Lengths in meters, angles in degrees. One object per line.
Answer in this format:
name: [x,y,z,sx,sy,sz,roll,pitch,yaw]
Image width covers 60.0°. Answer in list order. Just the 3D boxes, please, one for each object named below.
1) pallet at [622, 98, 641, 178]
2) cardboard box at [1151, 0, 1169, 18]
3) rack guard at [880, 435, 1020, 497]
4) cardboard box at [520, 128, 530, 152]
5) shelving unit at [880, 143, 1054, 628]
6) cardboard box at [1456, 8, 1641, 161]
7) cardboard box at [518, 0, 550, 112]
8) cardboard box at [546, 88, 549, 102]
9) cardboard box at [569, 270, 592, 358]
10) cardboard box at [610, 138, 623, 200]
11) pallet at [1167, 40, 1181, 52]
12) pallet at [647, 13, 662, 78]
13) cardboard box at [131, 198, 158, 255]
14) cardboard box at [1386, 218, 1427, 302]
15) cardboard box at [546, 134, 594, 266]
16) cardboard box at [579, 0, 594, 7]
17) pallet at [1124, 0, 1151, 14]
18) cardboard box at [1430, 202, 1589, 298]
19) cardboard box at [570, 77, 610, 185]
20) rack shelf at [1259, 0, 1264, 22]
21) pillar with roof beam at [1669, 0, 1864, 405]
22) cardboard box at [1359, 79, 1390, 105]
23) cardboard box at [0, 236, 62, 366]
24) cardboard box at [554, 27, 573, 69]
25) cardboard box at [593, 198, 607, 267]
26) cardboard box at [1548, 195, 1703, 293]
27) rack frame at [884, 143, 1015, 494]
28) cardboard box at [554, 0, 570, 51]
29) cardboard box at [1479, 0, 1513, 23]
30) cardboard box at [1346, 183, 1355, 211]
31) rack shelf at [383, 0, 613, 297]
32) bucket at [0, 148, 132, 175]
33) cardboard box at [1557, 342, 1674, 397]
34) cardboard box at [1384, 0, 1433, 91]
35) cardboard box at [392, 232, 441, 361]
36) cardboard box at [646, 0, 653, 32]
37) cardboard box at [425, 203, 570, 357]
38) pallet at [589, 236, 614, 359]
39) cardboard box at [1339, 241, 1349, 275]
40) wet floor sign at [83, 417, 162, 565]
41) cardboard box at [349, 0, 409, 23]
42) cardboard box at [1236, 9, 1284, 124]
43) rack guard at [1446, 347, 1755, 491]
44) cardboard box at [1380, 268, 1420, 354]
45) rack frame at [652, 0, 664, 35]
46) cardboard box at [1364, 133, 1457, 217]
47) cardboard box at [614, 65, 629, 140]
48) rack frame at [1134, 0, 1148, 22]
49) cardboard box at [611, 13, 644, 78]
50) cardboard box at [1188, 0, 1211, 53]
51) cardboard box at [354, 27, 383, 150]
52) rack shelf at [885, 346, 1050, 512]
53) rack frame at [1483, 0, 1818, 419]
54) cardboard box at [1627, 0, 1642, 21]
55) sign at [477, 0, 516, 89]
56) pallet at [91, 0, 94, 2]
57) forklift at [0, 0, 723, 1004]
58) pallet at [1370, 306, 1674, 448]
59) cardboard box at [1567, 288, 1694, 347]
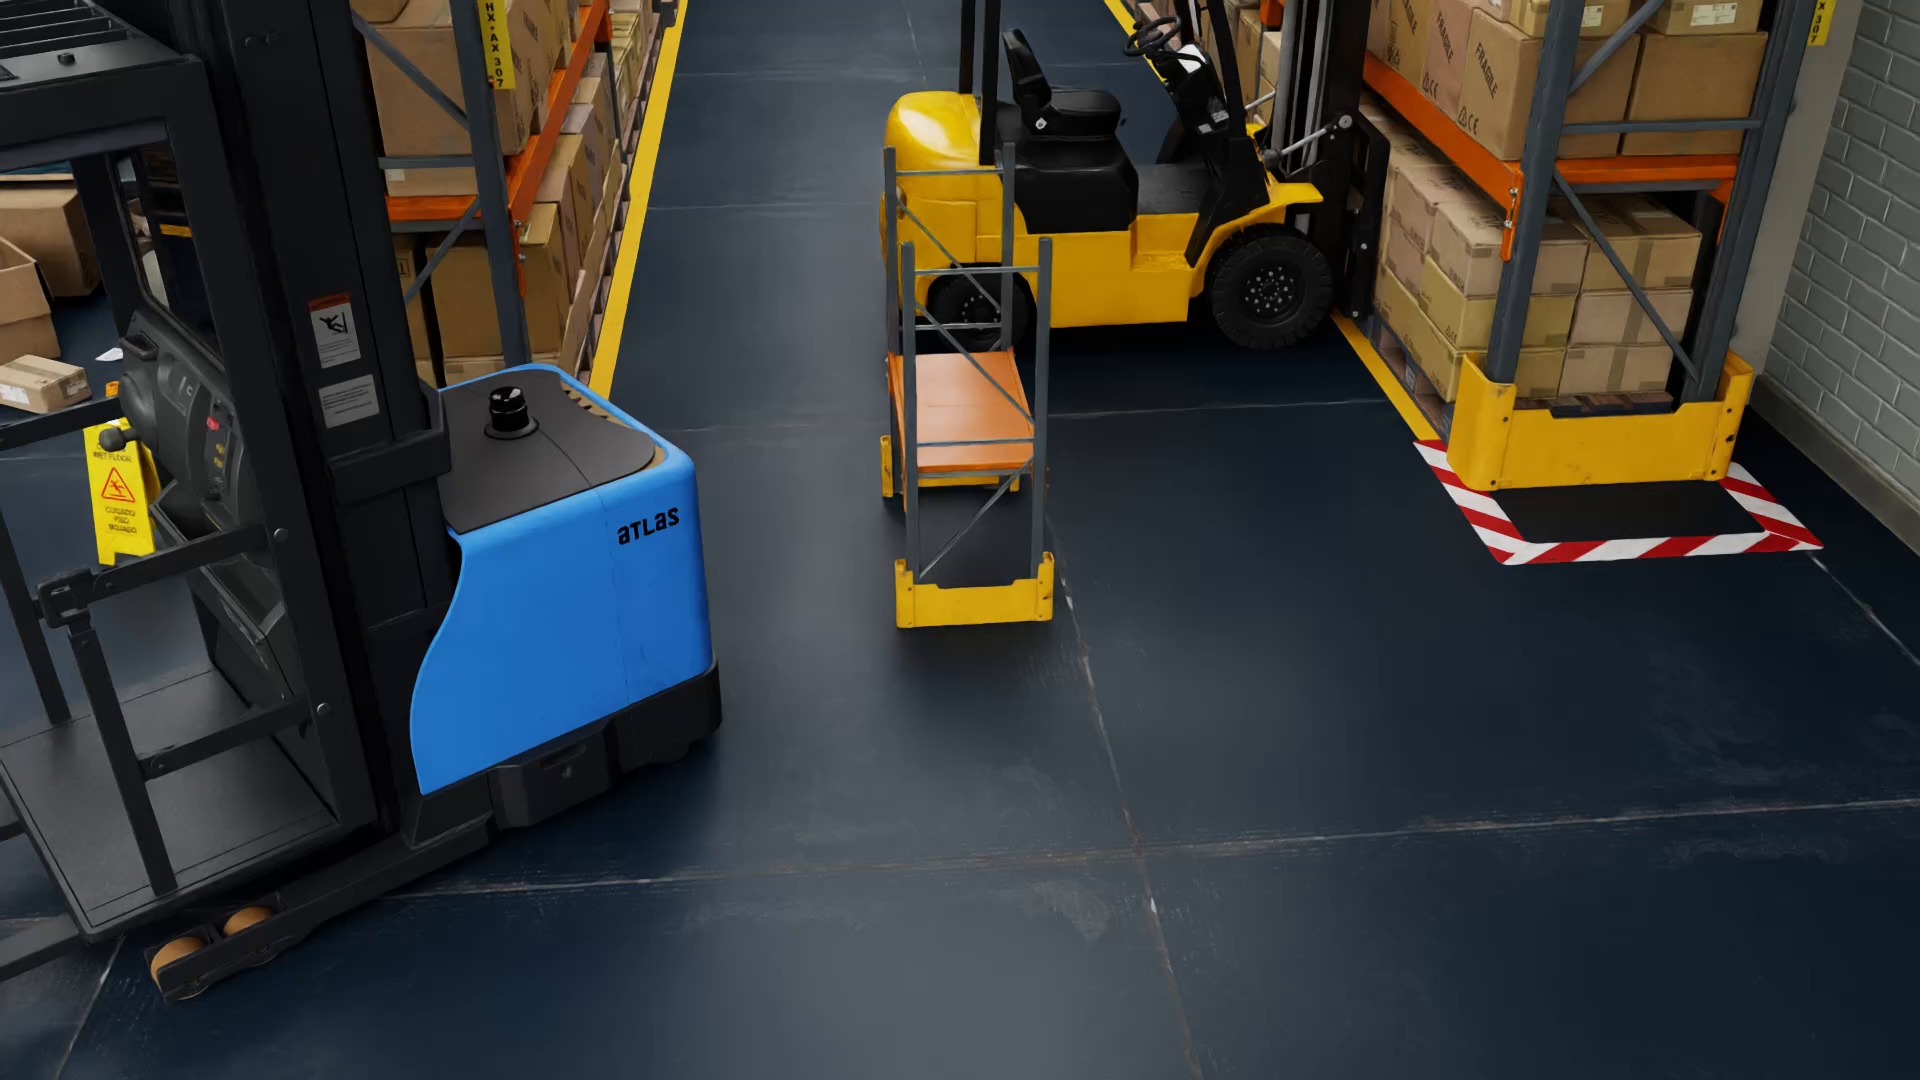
pallet: [-2.653,-2.624,10.938,1.003,0.211,1.213,-3,31,-5]
cardboard box: [2.034,-4.548,13.345,0.875,0.625,0.625,-2,31,-3]
rack guard: [-0.039,-0.323,7.046,0.587,0.250,0.087,-3,31,-5]
cardboard box: [-2.012,-1.725,6.958,0.380,0.149,0.250,-4,31,-6]
shelving unit: [0.007,-0.605,6.300,0.587,1.500,1.083,-3,31,-5]
cardboard box: [2.429,-1.903,6.914,0.500,0.500,0.500,-3,31,-6]
cardboard box: [-2.024,-2.072,6.906,0.500,0.500,0.500,-2,31,-3]
cardboard box: [-2.048,-1.987,7.397,0.380,0.149,0.250,-2,31,-3]
cardboard box: [-2.045,-1.068,7.884,0.500,0.250,0.500,-2,31,-3]
cardboard box: [-2.256,-2.135,9.671,0.500,0.250,0.500,-1,31,-2]
pallet: [2.138,-3.465,12.346,1.003,0.211,1.213,-3,31,-5]
pallet: [-2.881,-3.870,13.023,1.003,0.211,1.213,-3,31,-5]
cardboard box: [-4.639,-1.732,9.390,0.396,0.266,0.258,27,40,37]
cardboard box: [2.344,-1.326,7.829,0.500,0.250,0.500,-3,31,-5]
cardboard box: [-2.100,-1.664,8.151,0.500,0.500,0.500,-2,31,-4]
cardboard box: [-2.215,-3.040,9.159,0.380,0.149,0.250,-2,31,-3]
pallet: [1.957,-4.892,14.734,1.003,0.211,1.213,-3,31,-5]
cardboard box: [2.383,-1.271,7.249,0.500,0.250,0.500,-2,31,-3]
cardboard box: [-2.207,-2.197,9.044,0.500,0.500,0.500,-2,31,-4]
rack shelf: [2.176,-4.376,11.853,1.077,0.370,4.000,-3,31,-5]
pillar with roof beam: [-0.717,-4.390,5.323,9.100,9.000,0.400,-3,31,-5]
cardboard box: [2.192,-2.316,8.999,0.500,0.250,0.500,-2,31,-3]
cardboard box: [-4.889,-1.086,8.077,0.637,0.503,0.797,27,40,37]
cardboard box: [-2.093,-2.387,8.065,0.380,0.149,0.250,-2,31,-4]
cardboard box: [-2.153,-1.604,8.782,0.500,0.250,0.500,-2,31,-4]
cardboard box: [2.880,-1.305,7.307,0.500,0.250,0.500,-3,31,-5]
rack frame: [-0.040,-0.860,6.727,0.500,1.500,0.032,-3,31,-5]
cardboard box: [-2.129,-2.591,7.775,0.500,0.500,0.500,-3,31,-6]
cardboard box: [2.372,-2.236,6.838,0.380,0.149,0.250,-2,31,-4]
cardboard box: [2.232,-1.844,8.697,0.500,0.250,0.500,-3,31,-5]
rack shelf: [-2.392,-2.094,8.032,1.077,0.370,4.000,-3,31,-5]
bucket: [-5.189,-2.424,9.592,0.726,0.611,0.620,8,22,13]
cardboard box: [2.886,-0.882,7.573,0.500,0.250,0.500,-3,31,-4]
cardboard box: [2.342,-2.430,7.796,0.500,0.500,0.500,-3,31,-6]
cardboard box: [-2.539,-1.100,7.207,0.500,0.500,0.500,-3,31,-4]
cardboard box: [-2.909,-4.230,13.059,0.950,0.372,0.625,-5,31,-8]
cardboard box: [-2.008,-1.141,7.275,0.500,0.500,0.500,-4,31,-6]
pallet: [-2.363,-1.261,8.656,1.003,0.211,1.213,-3,31,-5]
cardboard box: [2.233,-1.621,8.810,0.500,0.250,0.500,-2,31,-3]
wet floor sign: [-3.252,-0.223,6.494,0.267,0.644,0.232,8,32,13]
cardboard box: [-2.470,-2.232,6.199,0.700,0.500,0.500,-3,31,-6]
cardboard box: [2.303,-3.090,10.905,0.875,0.625,0.625,-1,31,-2]
rack guard: [2.739,-0.536,7.160,1.175,0.500,0.348,-3,31,-5]
cardboard box: [2.341,-1.101,7.939,0.500,0.250,0.500,-3,31,-5]
rack frame: [-2.952,-5.466,12.976,1.000,3.000,0.127,-3,31,-5]
cardboard box: [2.273,-1.788,8.116,0.500,0.250,0.500,-2,31,-4]
cardboard box: [-2.630,-2.744,10.572,0.950,0.372,0.625,-2,31,-4]
rack frame: [1.989,-5.706,13.378,1.000,3.000,0.127,-3,31,-5]
cardboard box: [-2.767,-3.466,11.780,0.950,0.372,0.625,-2,31,-3]
cardboard box: [2.166,-3.871,12.211,0.875,0.625,0.625,-4,31,-7]
cardboard box: [-2.530,-1.816,6.478,0.500,0.500,0.500,-3,31,-5]
rack shelf: [0.008,-0.446,6.385,0.538,0.185,1.000,-3,31,-5]
rack frame: [2.737,-1.622,6.540,1.000,3.000,0.127,-3,31,-5]
cardboard box: [2.877,-2.252,6.864,0.380,0.149,0.250,-3,31,-5]
sign: [-1.665,-1.780,5.960,0.100,0.325,0.005,-3,31,-5]
pallet: [-7.943,-4.379,13.876,1.003,0.211,1.213,-3,31,-5]
forklift: [-2.253,-0.291,4.378,3.031,2.935,1.130,-23,38,-33]
pallet: [2.624,-0.813,7.905,1.003,0.211,1.213,-3,31,-5]
cardboard box: [2.900,-1.086,7.427,0.500,0.250,0.500,-2,31,-4]
